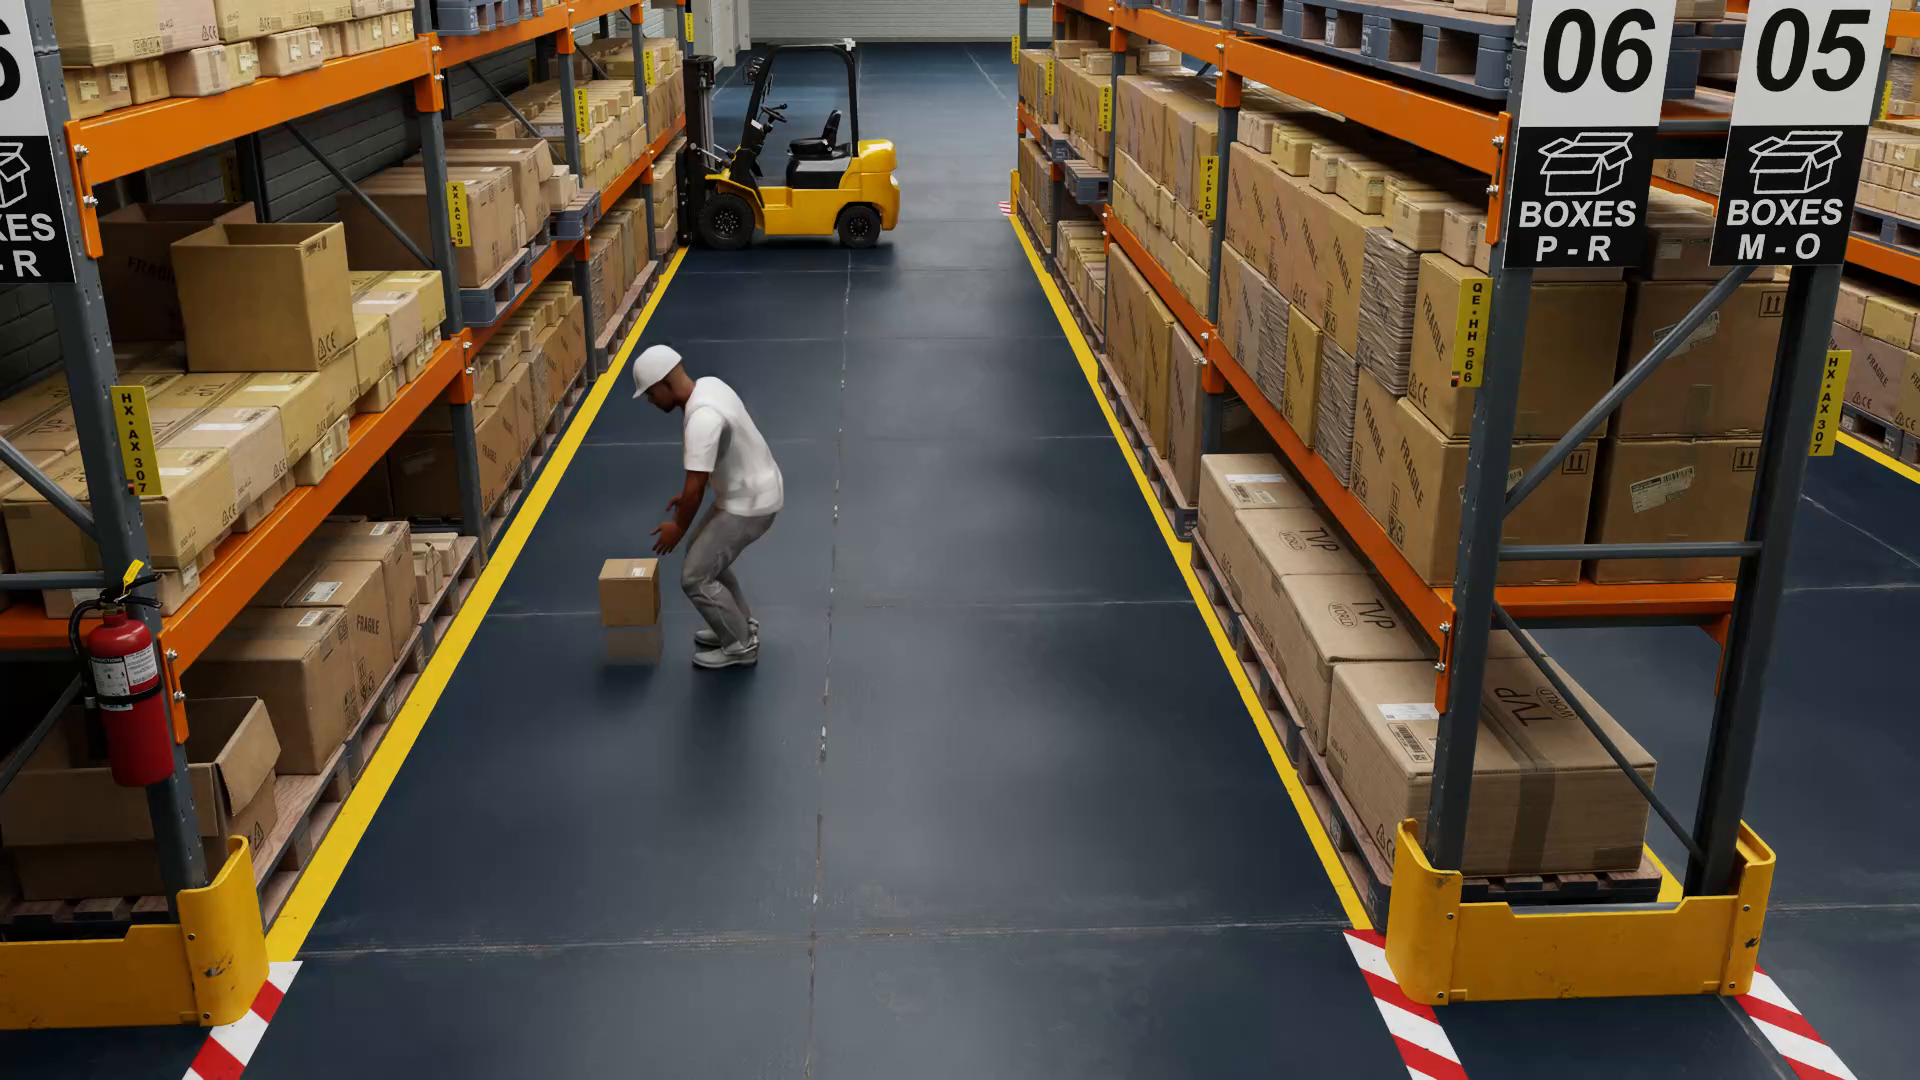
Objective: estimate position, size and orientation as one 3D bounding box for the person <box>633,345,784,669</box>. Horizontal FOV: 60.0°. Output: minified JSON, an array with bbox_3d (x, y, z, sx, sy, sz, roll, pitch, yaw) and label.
[{"bbox_3d":[-1.160,-0.160,7.800,0.666,1.543,0.625,-1,20,-3],"label":"person"}]
